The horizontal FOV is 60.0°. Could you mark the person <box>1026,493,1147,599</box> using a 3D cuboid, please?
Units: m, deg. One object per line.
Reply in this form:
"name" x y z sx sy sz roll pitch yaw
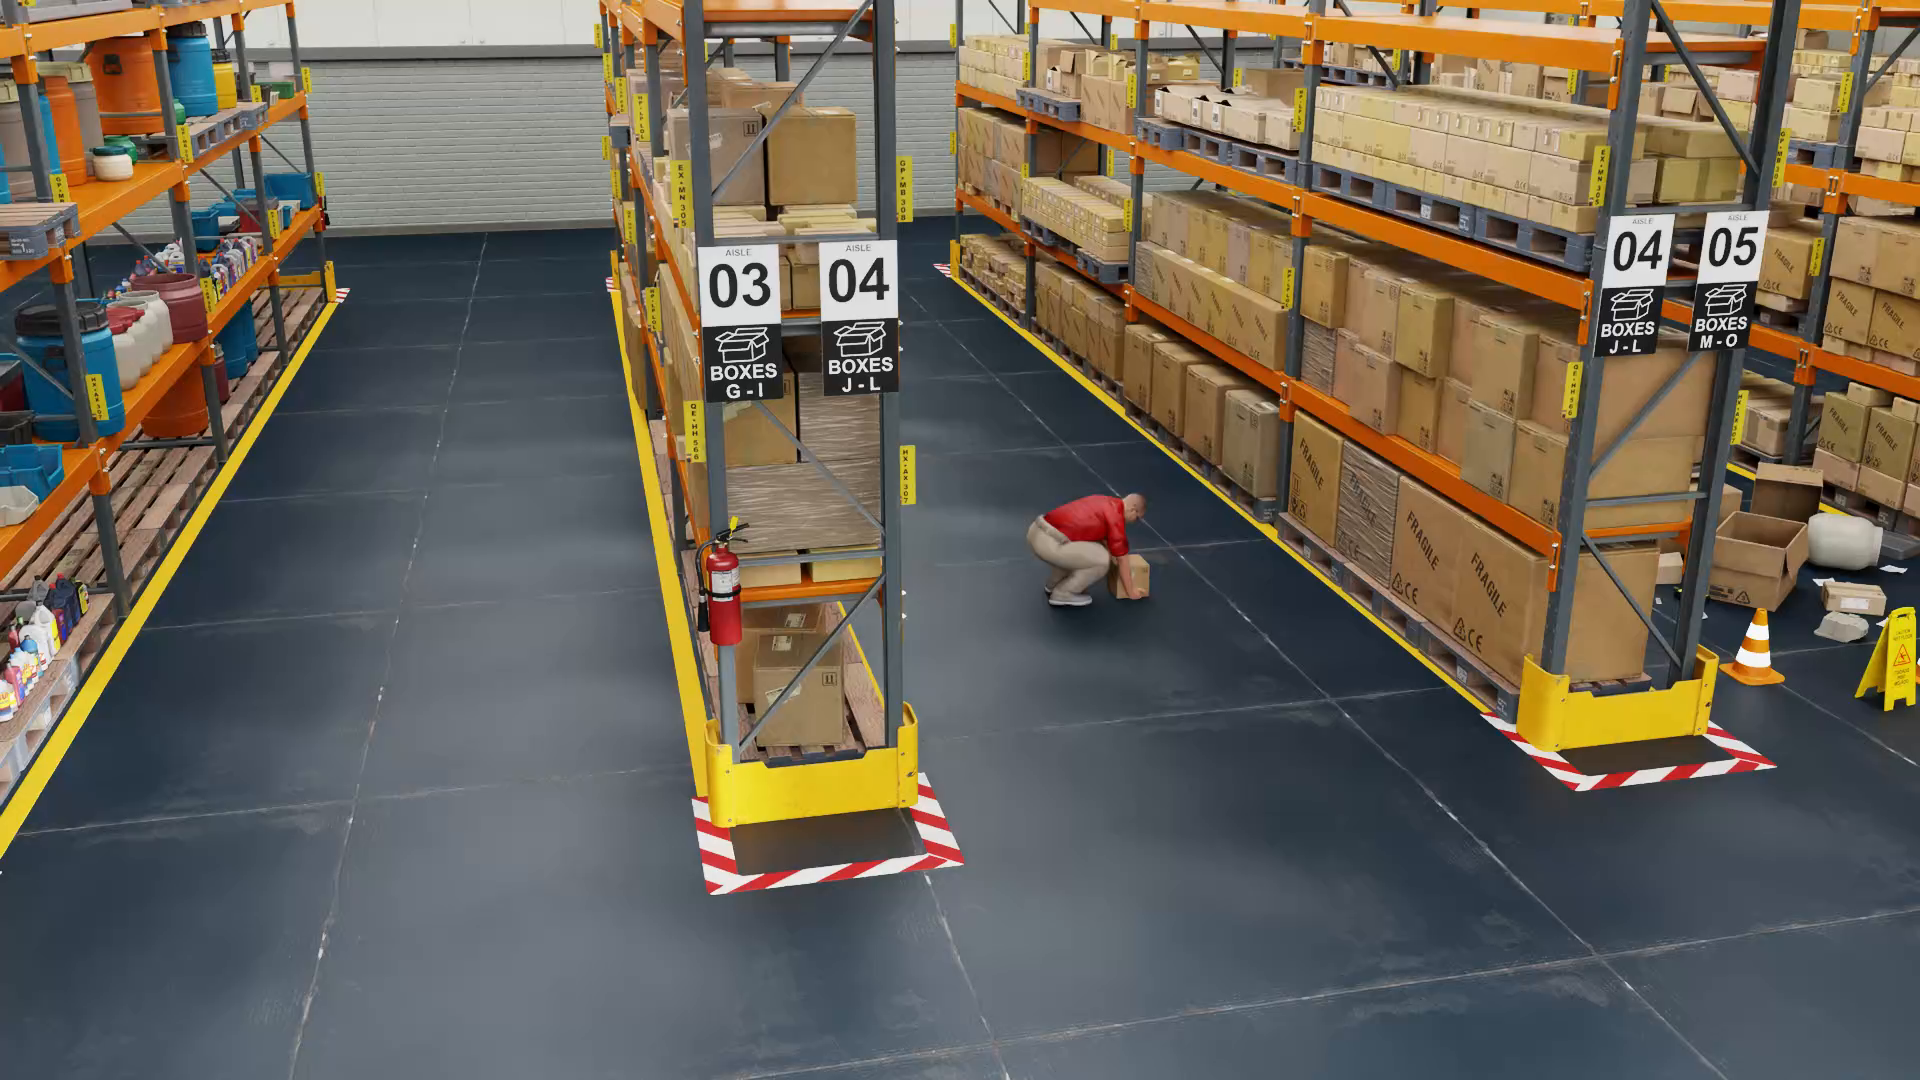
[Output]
"person" 0.952 0.070 12.388 0.927 0.783 0.518 -5 20 -14
